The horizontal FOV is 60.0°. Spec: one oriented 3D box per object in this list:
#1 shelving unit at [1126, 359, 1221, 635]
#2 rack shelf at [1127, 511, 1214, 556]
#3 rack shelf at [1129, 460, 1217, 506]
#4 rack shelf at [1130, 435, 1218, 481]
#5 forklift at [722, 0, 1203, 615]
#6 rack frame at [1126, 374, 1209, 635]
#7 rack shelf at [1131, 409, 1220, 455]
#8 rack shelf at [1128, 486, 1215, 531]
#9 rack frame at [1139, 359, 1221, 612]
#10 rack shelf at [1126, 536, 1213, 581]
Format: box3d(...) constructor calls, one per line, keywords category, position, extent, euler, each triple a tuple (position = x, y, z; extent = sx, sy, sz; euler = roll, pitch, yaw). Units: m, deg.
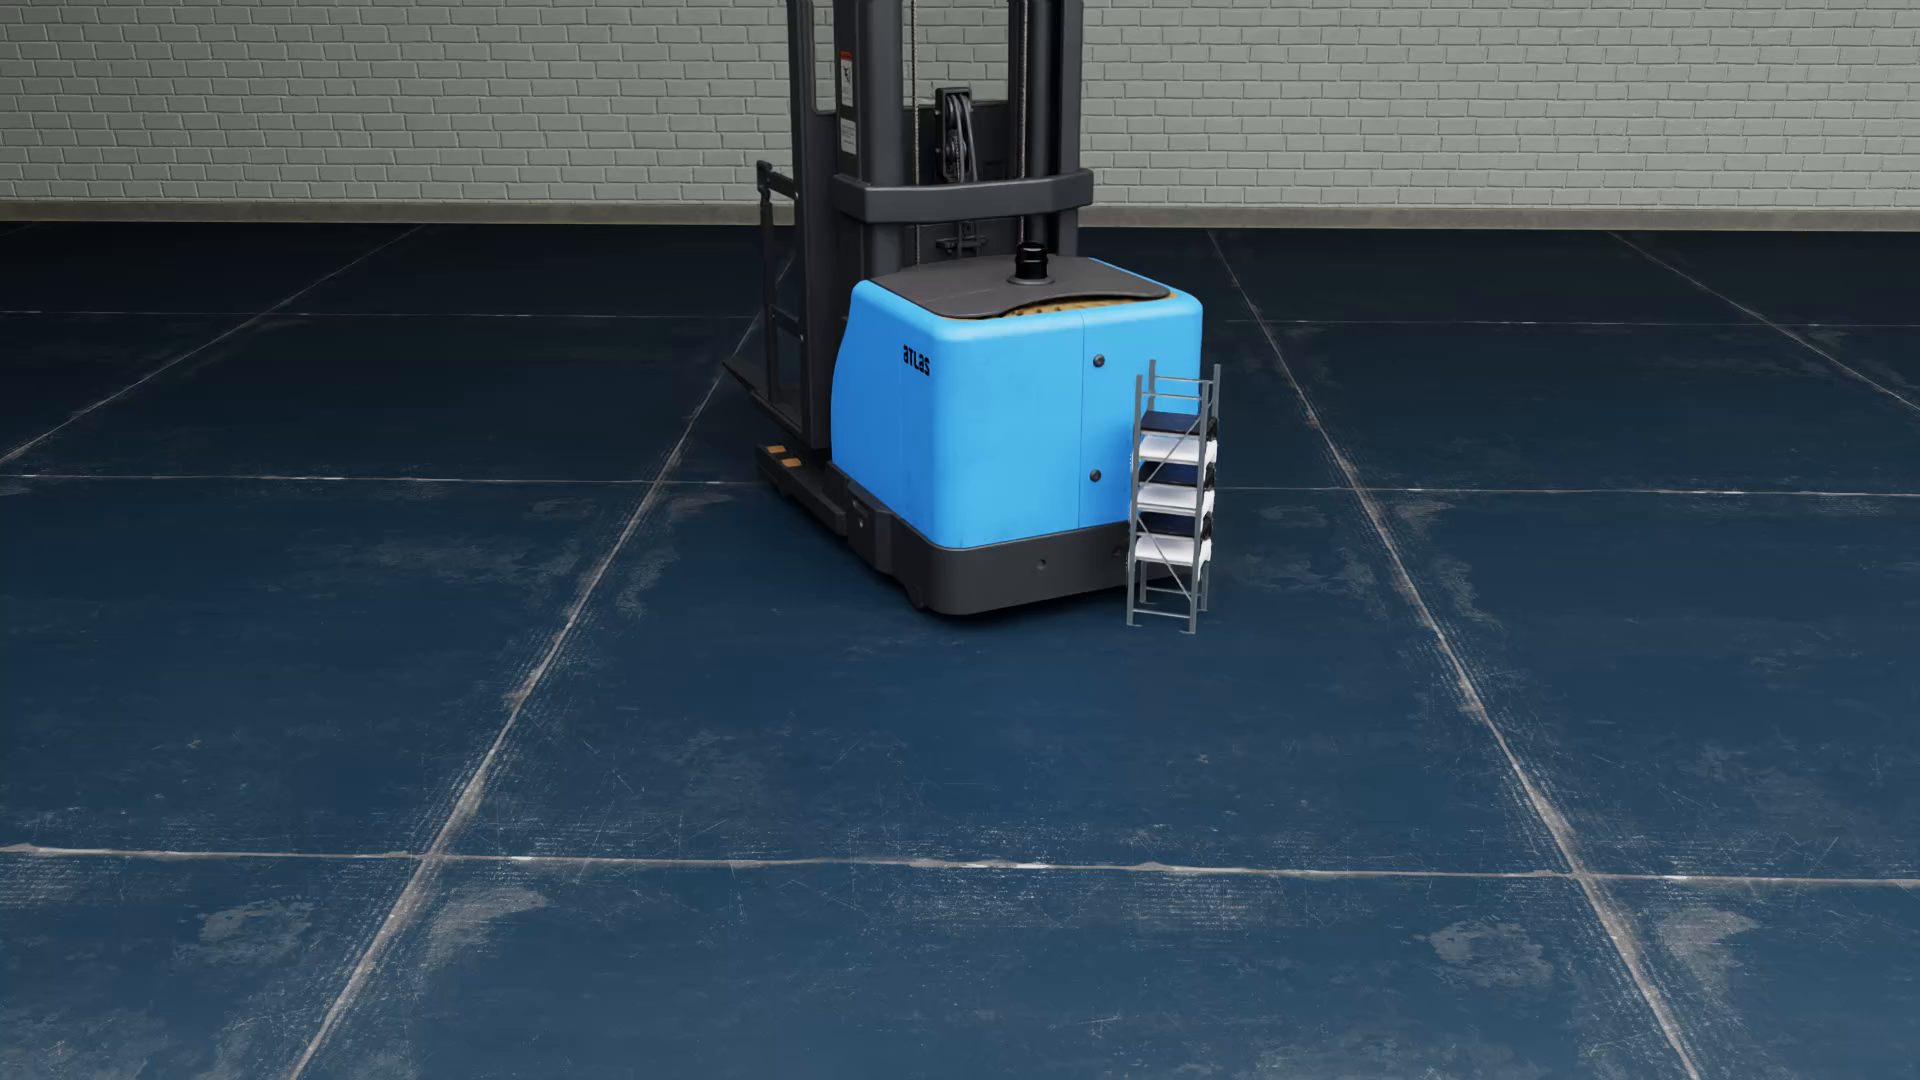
box3d(category="shelving unit", position=(0.723, -0.144, 5.655), extent=(0.258, 0.900, 0.210), euler=(7, 22, 17))
box3d(category="rack shelf", position=(0.723, -0.029, 5.700), extent=(0.258, 0.077, 0.200), euler=(7, 22, 17))
box3d(category="rack shelf", position=(0.723, -0.197, 5.635), extent=(0.258, 0.077, 0.200), euler=(7, 22, 17))
box3d(category="rack shelf", position=(0.723, -0.281, 5.602), extent=(0.258, 0.077, 0.200), euler=(7, 22, 17))
box3d(category="forklift", position=(-0.226, -1.606, 6.616), extent=(1.130, 2.935, 3.031), euler=(-10, 23, -23))
box3d(category="rack frame", position=(0.691, -0.109, 5.566), extent=(0.240, 0.900, 0.006), euler=(7, 22, 17))
box3d(category="rack shelf", position=(0.723, -0.365, 5.569), extent=(0.258, 0.077, 0.200), euler=(7, 22, 17))
box3d(category="rack shelf", position=(0.723, -0.113, 5.668), extent=(0.258, 0.077, 0.200), euler=(7, 22, 17))
box3d(category="rack frame", position=(0.755, -0.179, 5.745), extent=(0.240, 0.900, 0.006), euler=(7, 22, 17))
box3d(category="rack shelf", position=(0.723, 0.054, 5.733), extent=(0.258, 0.077, 0.200), euler=(7, 22, 17))
